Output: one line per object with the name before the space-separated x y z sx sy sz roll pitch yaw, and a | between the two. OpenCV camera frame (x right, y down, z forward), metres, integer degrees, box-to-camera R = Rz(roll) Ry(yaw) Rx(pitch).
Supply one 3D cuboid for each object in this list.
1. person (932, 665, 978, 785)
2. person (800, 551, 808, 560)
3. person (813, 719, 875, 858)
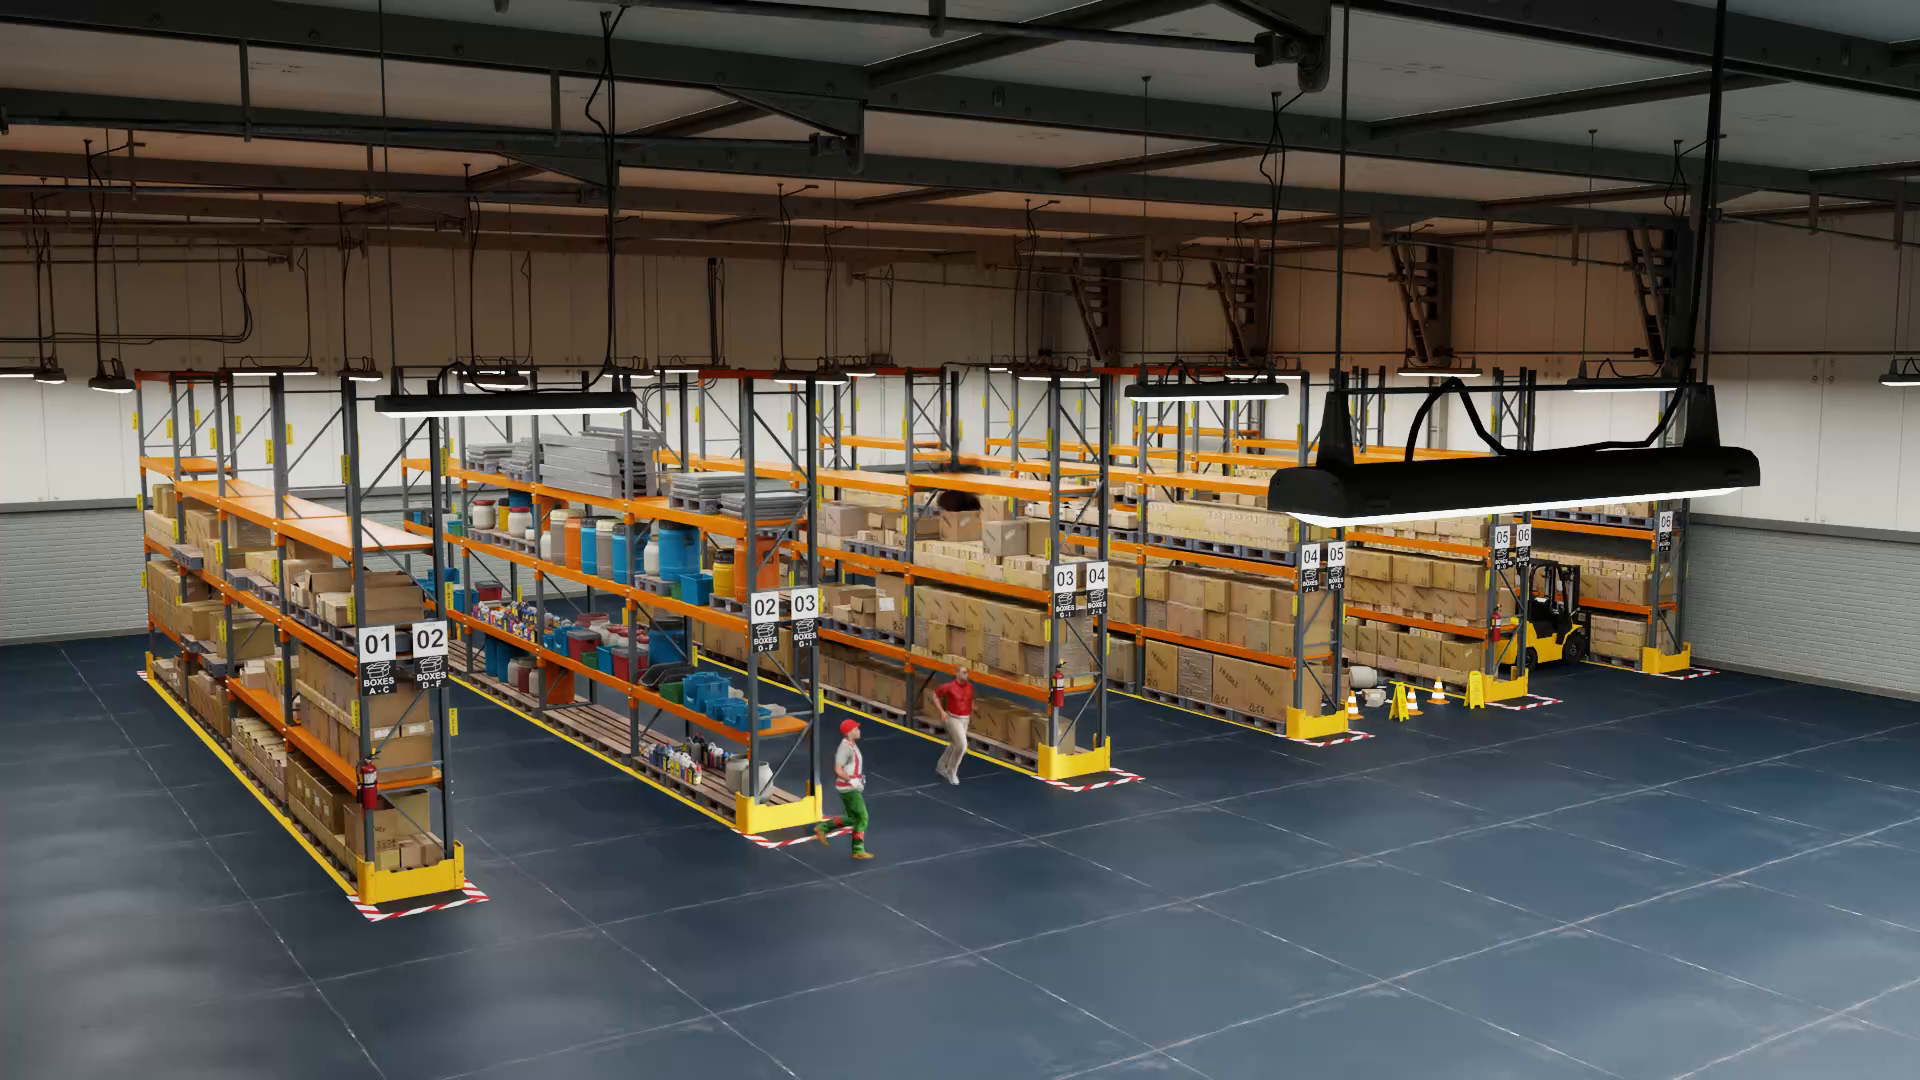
person | -0.037 2.737 24.652 0.738 1.767 0.640 6 9 41
person | -3.685 1.105 38.681 0.723 1.815 0.776 -3 7 -28
person | -1.464 3.126 20.931 0.776 1.762 0.699 0 6 1
